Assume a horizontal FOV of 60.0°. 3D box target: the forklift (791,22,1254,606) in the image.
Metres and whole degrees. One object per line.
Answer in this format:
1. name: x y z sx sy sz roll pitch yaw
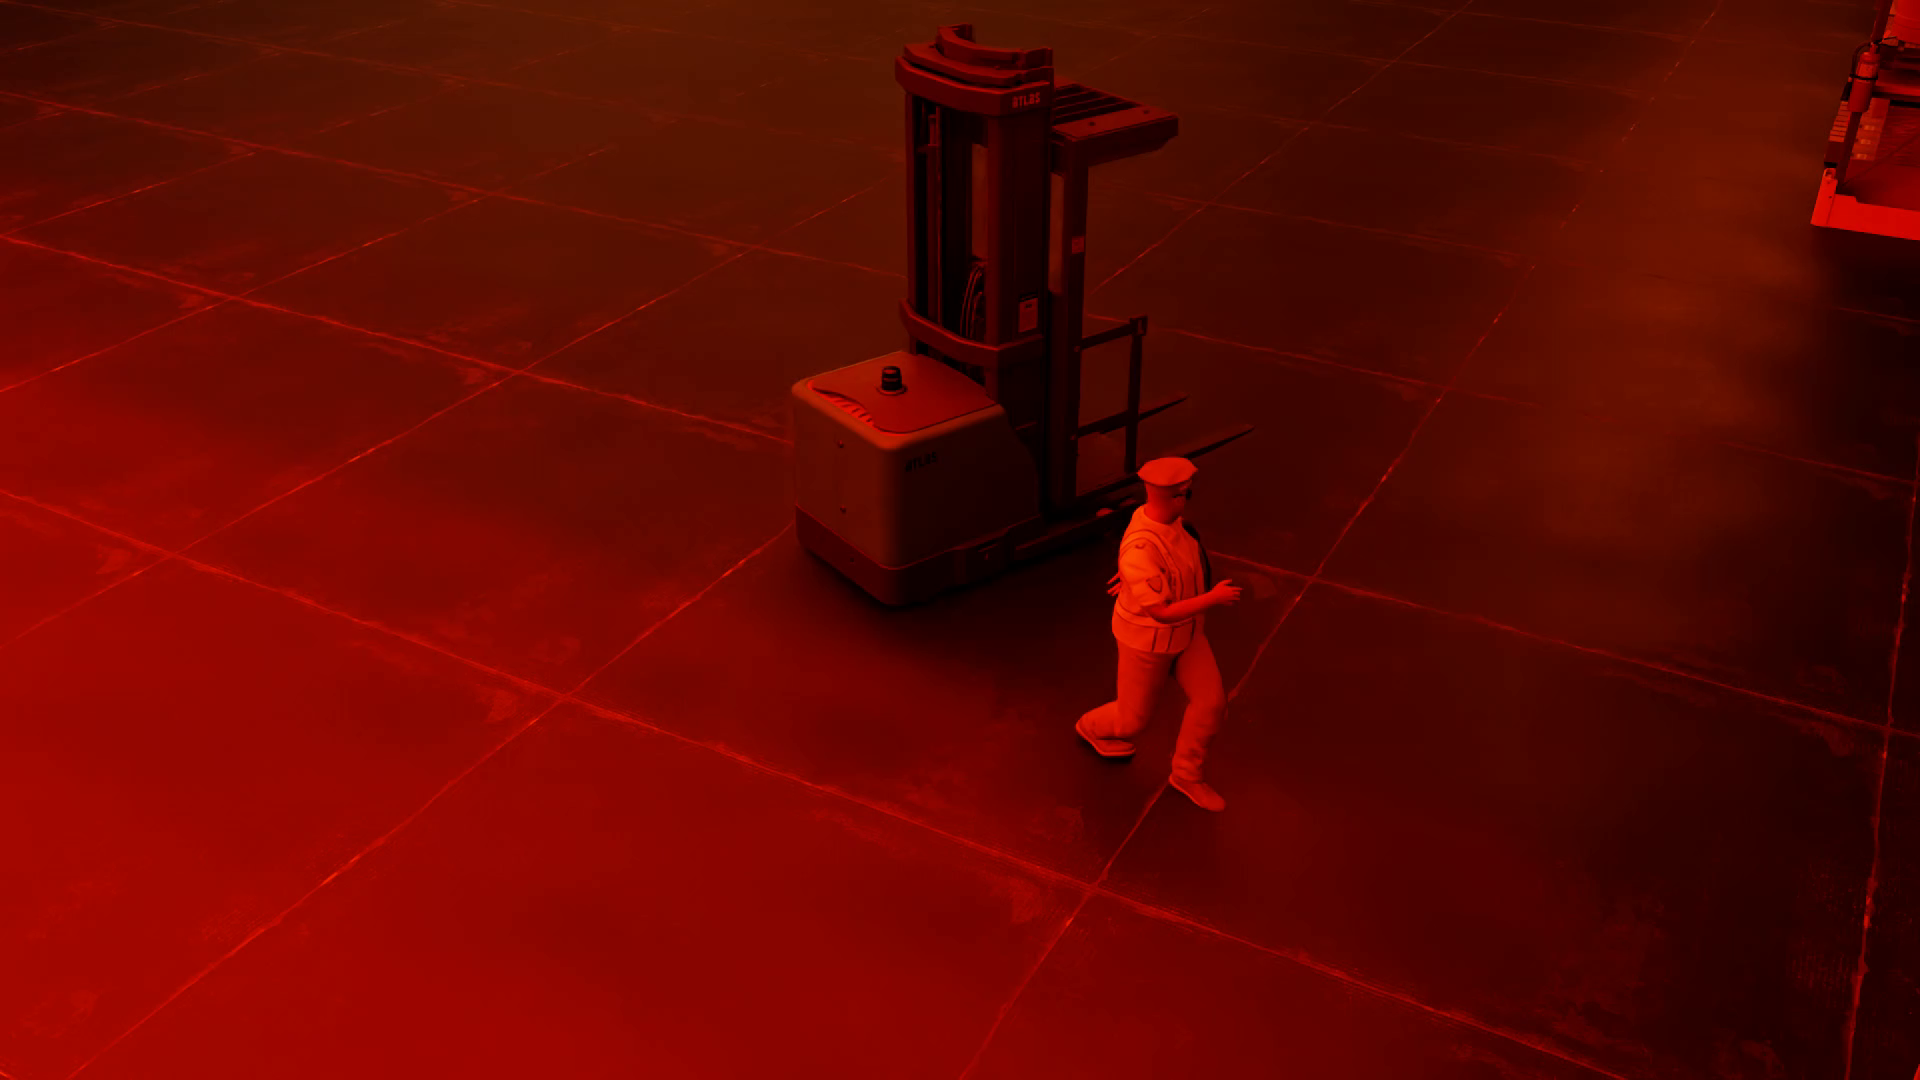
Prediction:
1. forklift: 0.509 -1.486 9.646 3.031 2.935 1.130 -21 36 -32

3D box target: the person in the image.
1. person: 0.912 0.413 7.666 0.925 1.673 0.567 26 39 37
